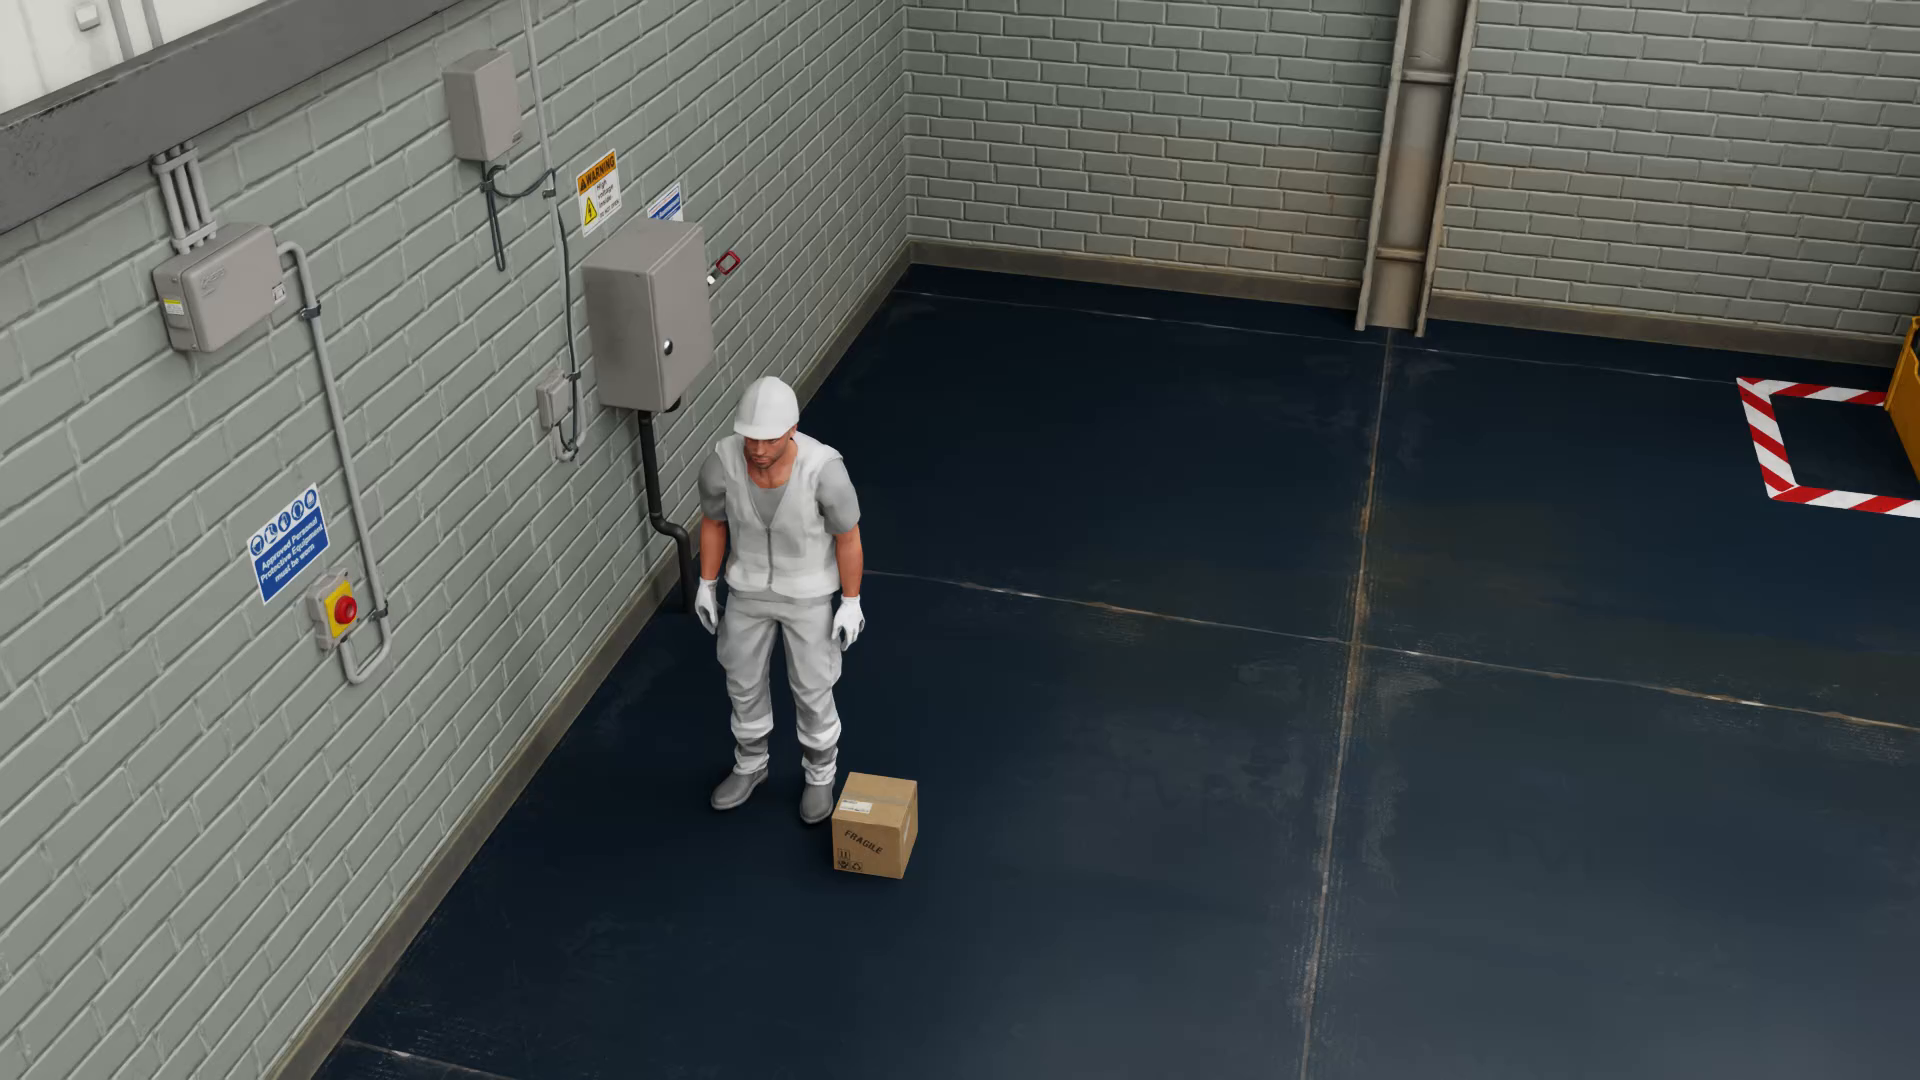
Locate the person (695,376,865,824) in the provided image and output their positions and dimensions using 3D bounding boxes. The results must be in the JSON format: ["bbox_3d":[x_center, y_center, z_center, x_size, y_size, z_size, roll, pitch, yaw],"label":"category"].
[{"bbox_3d":[-0.632,0.210,5.797,0.610,1.777,0.451,6,33,10],"label":"person"}]
